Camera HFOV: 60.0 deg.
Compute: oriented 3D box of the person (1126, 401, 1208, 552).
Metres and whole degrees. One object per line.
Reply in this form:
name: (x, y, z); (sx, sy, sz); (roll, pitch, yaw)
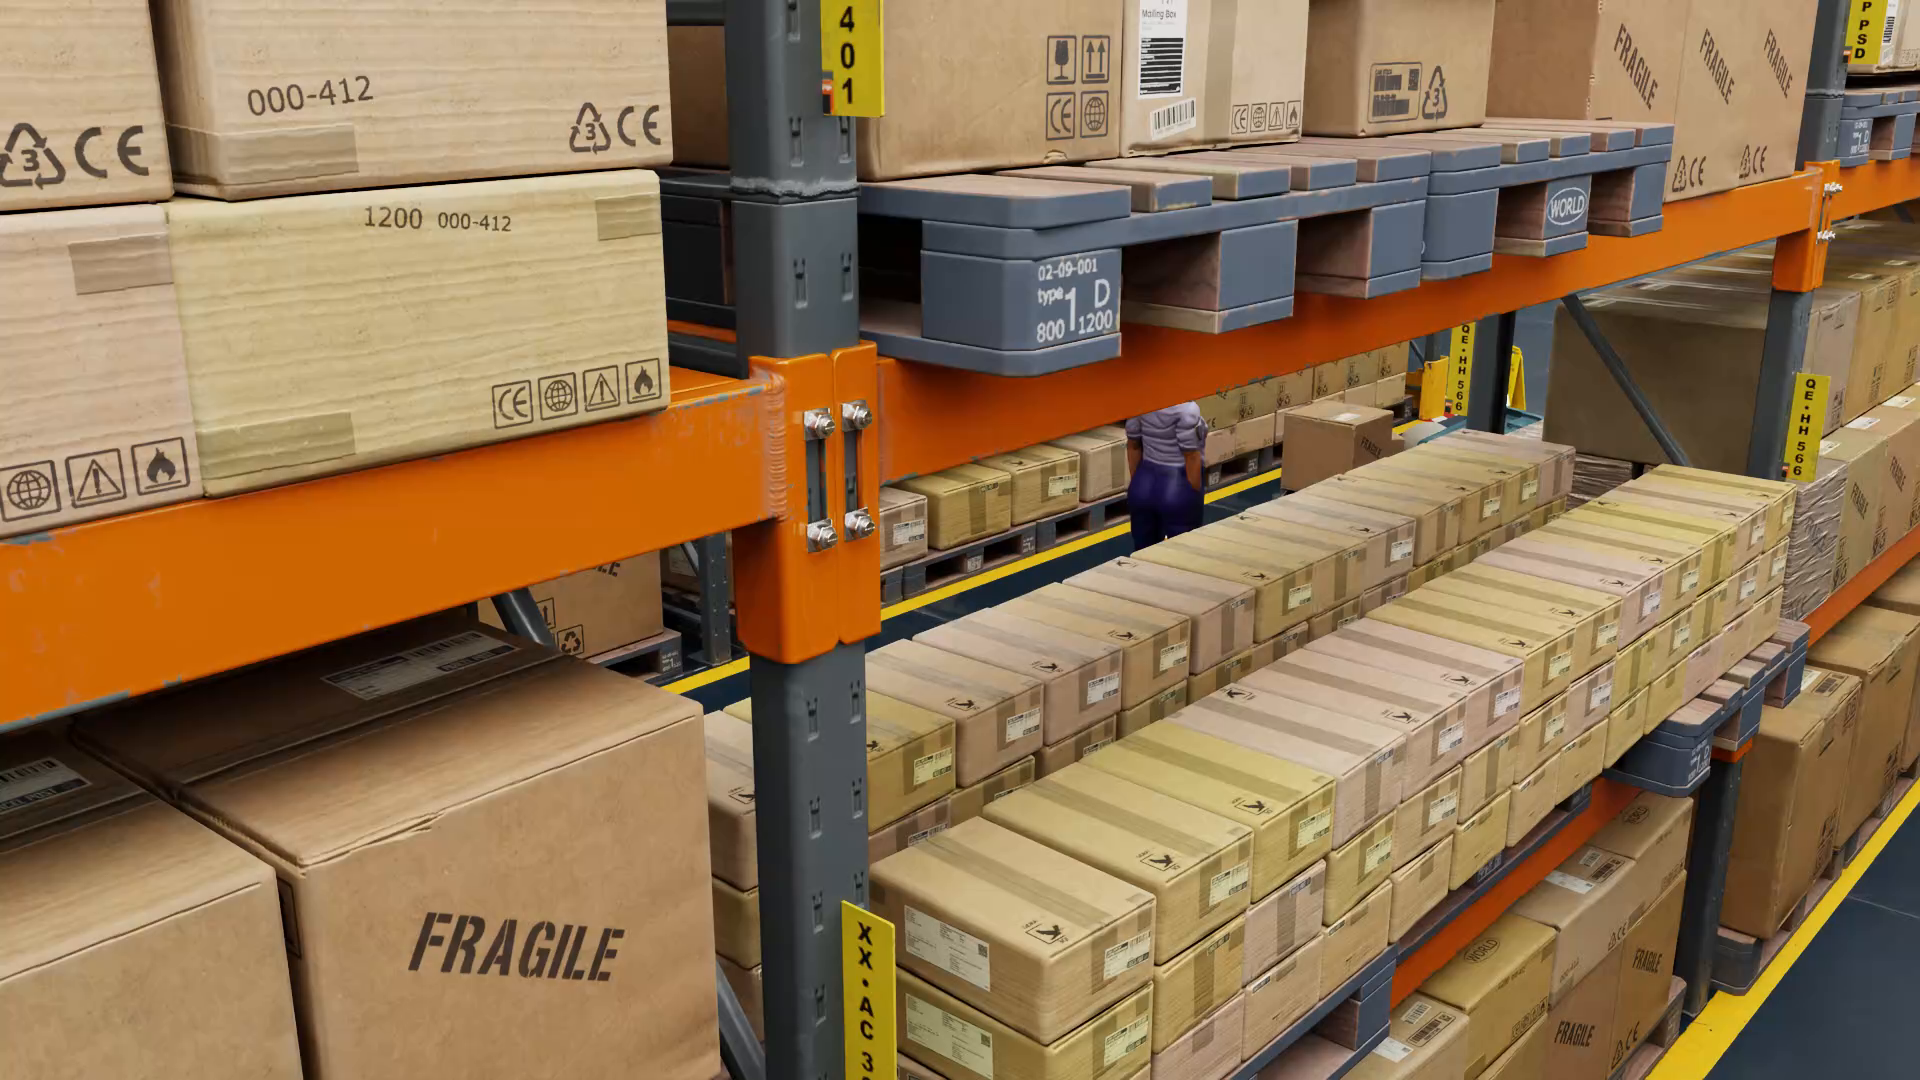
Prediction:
person: (1.088, -0.223, 8.834); (0.470, 1.631, 0.342); (15, 23, 41)
